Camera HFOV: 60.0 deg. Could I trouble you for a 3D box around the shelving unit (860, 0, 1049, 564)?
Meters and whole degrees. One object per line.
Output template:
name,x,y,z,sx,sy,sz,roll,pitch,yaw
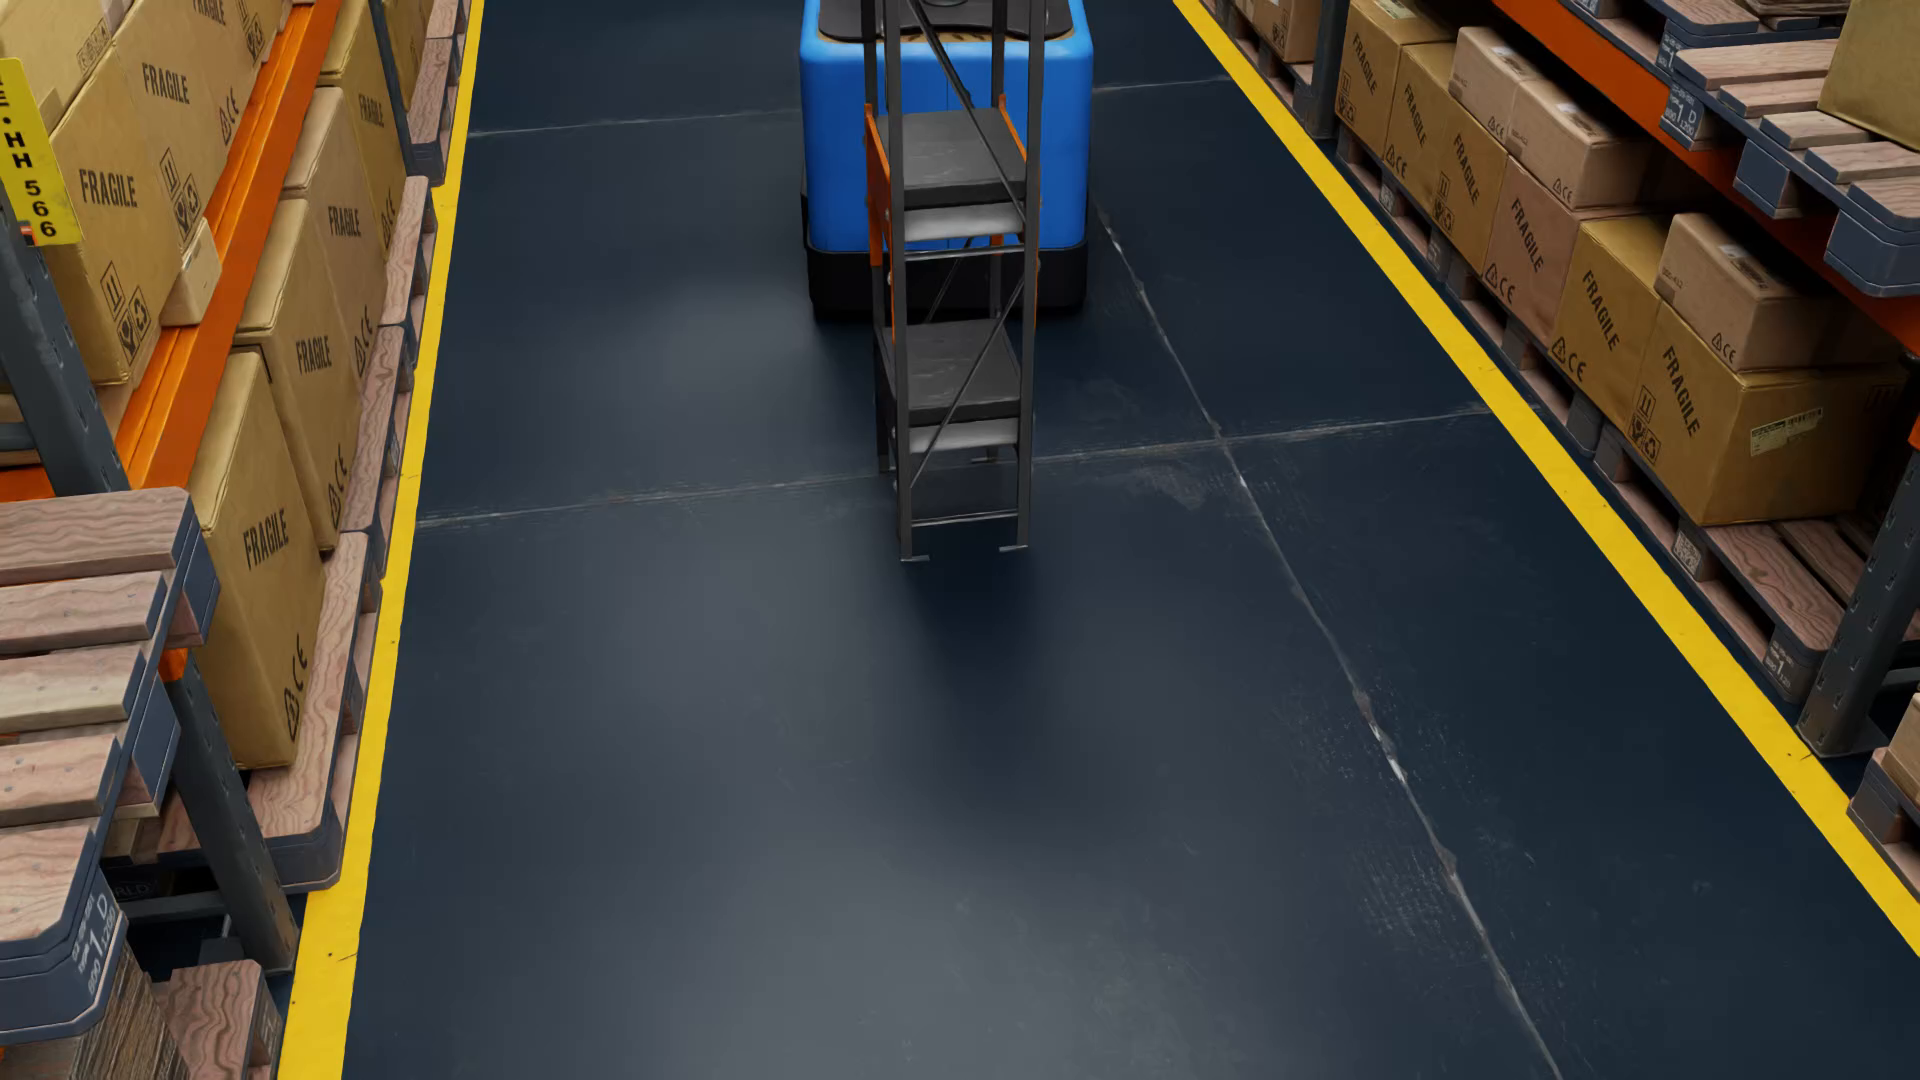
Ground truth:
shelving unit,-0.029,-0.929,4.735,0.431,2.100,0.503,-6,38,-8

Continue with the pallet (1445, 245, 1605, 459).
pallet,2.492,-0.768,6.067,1.003,0.211,1.213,-6,38,-8

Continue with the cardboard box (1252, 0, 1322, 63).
cardboard box,1.716,-2.595,7.824,0.500,0.500,0.500,-6,38,-8

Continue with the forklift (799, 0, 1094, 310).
forklift,-0.090,-2.899,6.593,1.130,2.935,3.031,-1,38,-1

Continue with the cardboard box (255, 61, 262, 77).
cardboard box,-2.229,-1.361,4.746,0.380,0.149,0.250,-5,38,-7

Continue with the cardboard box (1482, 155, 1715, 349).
cardboard box,2.213,-1.034,5.815,0.500,0.500,0.500,-8,38,-10

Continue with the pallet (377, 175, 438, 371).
pallet,-2.572,-1.001,6.366,1.003,0.211,1.213,-6,38,-8

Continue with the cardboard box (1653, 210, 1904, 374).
cardboard box,2.387,-0.735,4.819,0.500,0.250,0.500,-5,38,-6

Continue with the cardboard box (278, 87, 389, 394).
cardboard box,-2.381,-0.962,5.453,0.750,0.750,0.750,-5,38,-7

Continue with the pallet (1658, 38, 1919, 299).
pallet,2.608,-1.005,4.255,1.213,0.211,1.003,-6,38,-8

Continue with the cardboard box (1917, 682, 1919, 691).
cardboard box,2.599,0.367,3.774,0.500,0.311,0.500,-5,38,-6

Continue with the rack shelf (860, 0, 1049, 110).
rack shelf,-0.029,-1.471,4.313,0.431,0.518,0.480,-6,38,-8

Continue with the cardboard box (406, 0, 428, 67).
cardboard box,-2.896,-2.505,7.725,0.700,0.500,0.500,-7,38,-8

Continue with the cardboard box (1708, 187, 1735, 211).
cardboard box,2.721,-1.105,5.906,0.500,0.500,0.500,-7,38,-9

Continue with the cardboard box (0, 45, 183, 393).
cardboard box,-1.913,-0.630,3.275,0.500,0.500,0.500,-5,38,-7

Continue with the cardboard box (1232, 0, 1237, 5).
cardboard box,1.584,-2.974,8.466,0.500,0.311,0.500,-6,38,-8

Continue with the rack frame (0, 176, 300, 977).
rack frame,-2.080,-0.144,2.990,1.000,3.000,0.127,-6,38,-8

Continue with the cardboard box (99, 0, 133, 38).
cardboard box,-2.001,-1.231,3.439,0.500,0.250,0.500,-7,38,-9

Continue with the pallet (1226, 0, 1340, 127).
pallet,1.975,-2.409,8.178,1.003,0.211,1.213,-6,38,-8

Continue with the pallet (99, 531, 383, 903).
pallet,-2.144,0.473,4.469,1.003,0.211,1.213,-6,38,-8

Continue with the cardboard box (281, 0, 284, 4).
cardboard box,-2.273,-1.862,4.861,0.500,0.500,0.500,-6,38,-8

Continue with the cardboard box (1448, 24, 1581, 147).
cardboard box,2.115,-1.655,6.003,0.500,0.250,0.500,-6,38,-8

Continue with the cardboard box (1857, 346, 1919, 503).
cardboard box,2.900,-0.487,5.111,0.500,0.500,0.500,-8,38,-10

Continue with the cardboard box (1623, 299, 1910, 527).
cardboard box,2.401,-0.405,5.006,0.500,0.500,0.500,-5,38,-6

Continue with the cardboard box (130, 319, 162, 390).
cardboard box,-1.945,-0.430,3.546,0.380,0.149,0.250,-6,38,-7

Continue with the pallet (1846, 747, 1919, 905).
pallet,2.902,0.924,3.889,1.003,0.211,1.213,-6,38,-8

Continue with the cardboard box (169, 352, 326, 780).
cardboard box,-2.080,0.081,4.111,0.750,0.750,0.750,-7,38,-9

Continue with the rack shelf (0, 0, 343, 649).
rack shelf,-2.431,-1.068,4.766,1.077,0.370,4.000,-6,38,-8

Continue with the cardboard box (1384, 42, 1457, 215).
cardboard box,2.044,-1.642,6.598,0.500,0.500,0.500,-6,38,-7

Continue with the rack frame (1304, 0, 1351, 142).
rack frame,2.095,-3.095,6.789,1.000,3.000,0.127,-6,38,-8

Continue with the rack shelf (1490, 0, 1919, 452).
rack shelf,2.446,-1.603,5.455,1.077,0.370,4.000,-6,38,-8

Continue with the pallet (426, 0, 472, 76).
pallet,-3.055,-2.665,8.508,1.003,0.211,1.213,-6,38,-8

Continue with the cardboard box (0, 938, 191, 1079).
cardboard box,-1.903,1.099,3.070,0.700,0.500,0.500,-6,38,-7

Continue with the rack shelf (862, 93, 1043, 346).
rack shelf,-0.029,-0.918,4.743,0.431,0.518,0.480,-6,38,-8

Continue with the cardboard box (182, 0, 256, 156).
cardboard box,-2.082,-1.247,4.070,0.500,0.500,0.500,-6,38,-8

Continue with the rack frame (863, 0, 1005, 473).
rack frame,-0.072,-1.077,4.924,0.400,2.100,0.015,-6,38,-8

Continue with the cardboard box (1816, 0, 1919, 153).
cardboard box,2.575,-1.253,3.994,0.700,0.500,0.500,-19,42,-23

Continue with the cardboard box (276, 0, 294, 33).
cardboard box,-2.293,-1.676,5.150,0.380,0.149,0.250,-6,38,-8
